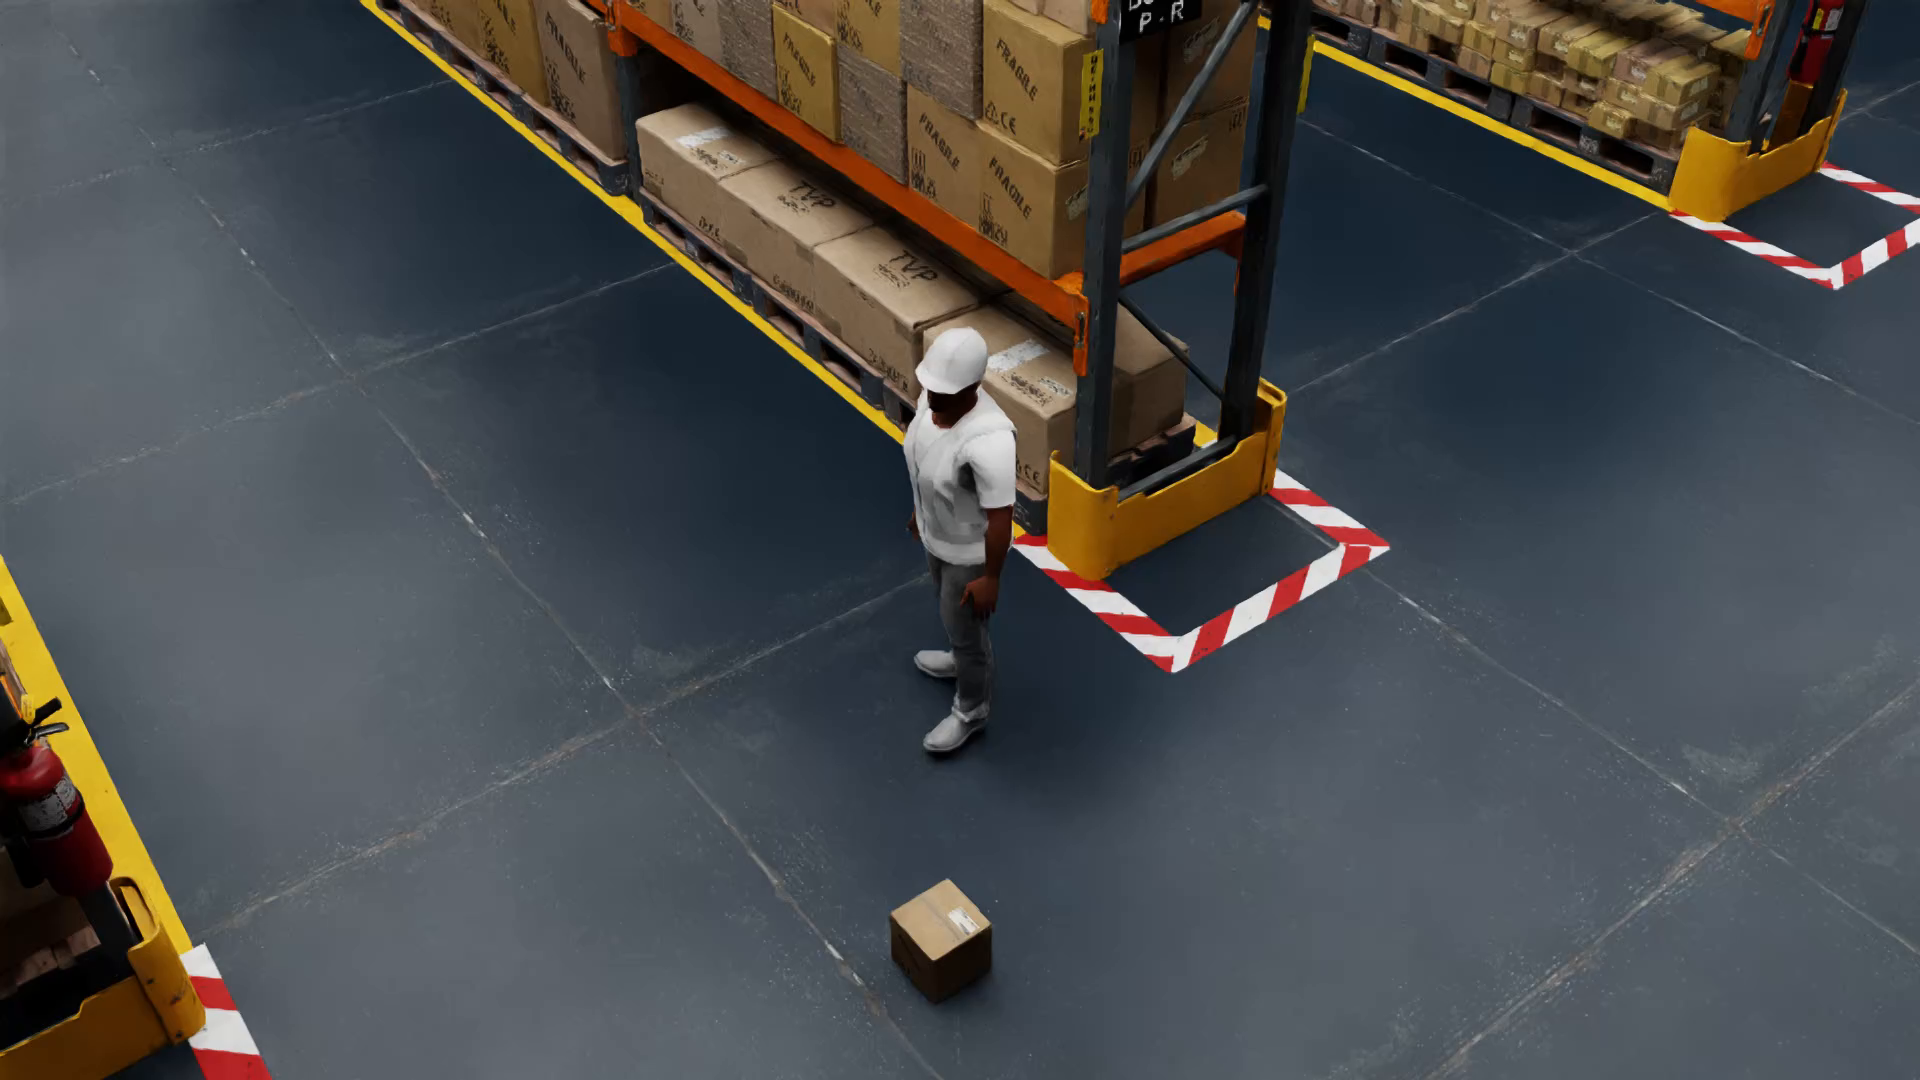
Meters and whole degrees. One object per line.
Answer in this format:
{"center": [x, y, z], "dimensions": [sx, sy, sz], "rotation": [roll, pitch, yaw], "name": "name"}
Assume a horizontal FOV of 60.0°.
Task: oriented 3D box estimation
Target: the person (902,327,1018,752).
{"center": [-0.022, -0.007, 6.102], "dimensions": [0.413, 1.768, 0.640], "rotation": [-15, 42, -17], "name": "person"}
